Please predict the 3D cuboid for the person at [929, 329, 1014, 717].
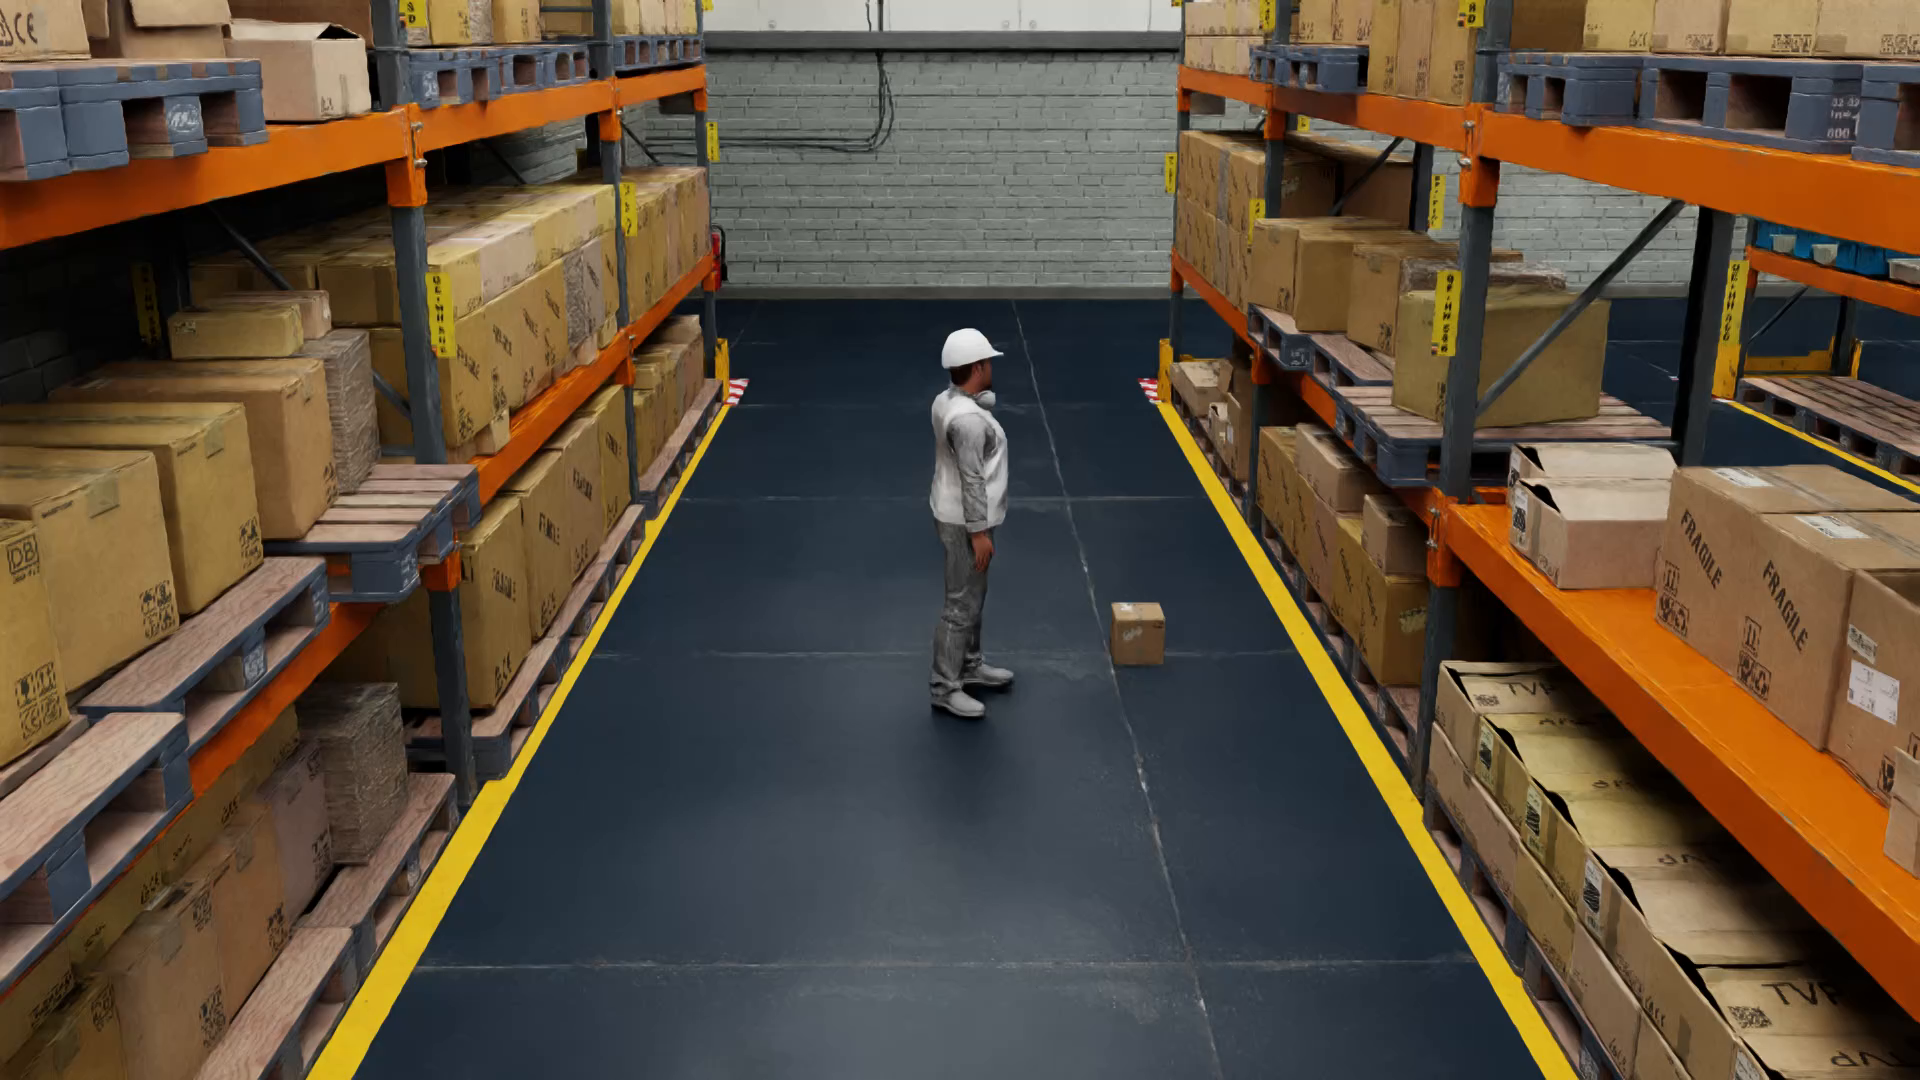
[{"bbox_3d":[0.059,-0.111,7.800,0.443,1.779,0.650,-2,17,-7],"label":"person"}]
